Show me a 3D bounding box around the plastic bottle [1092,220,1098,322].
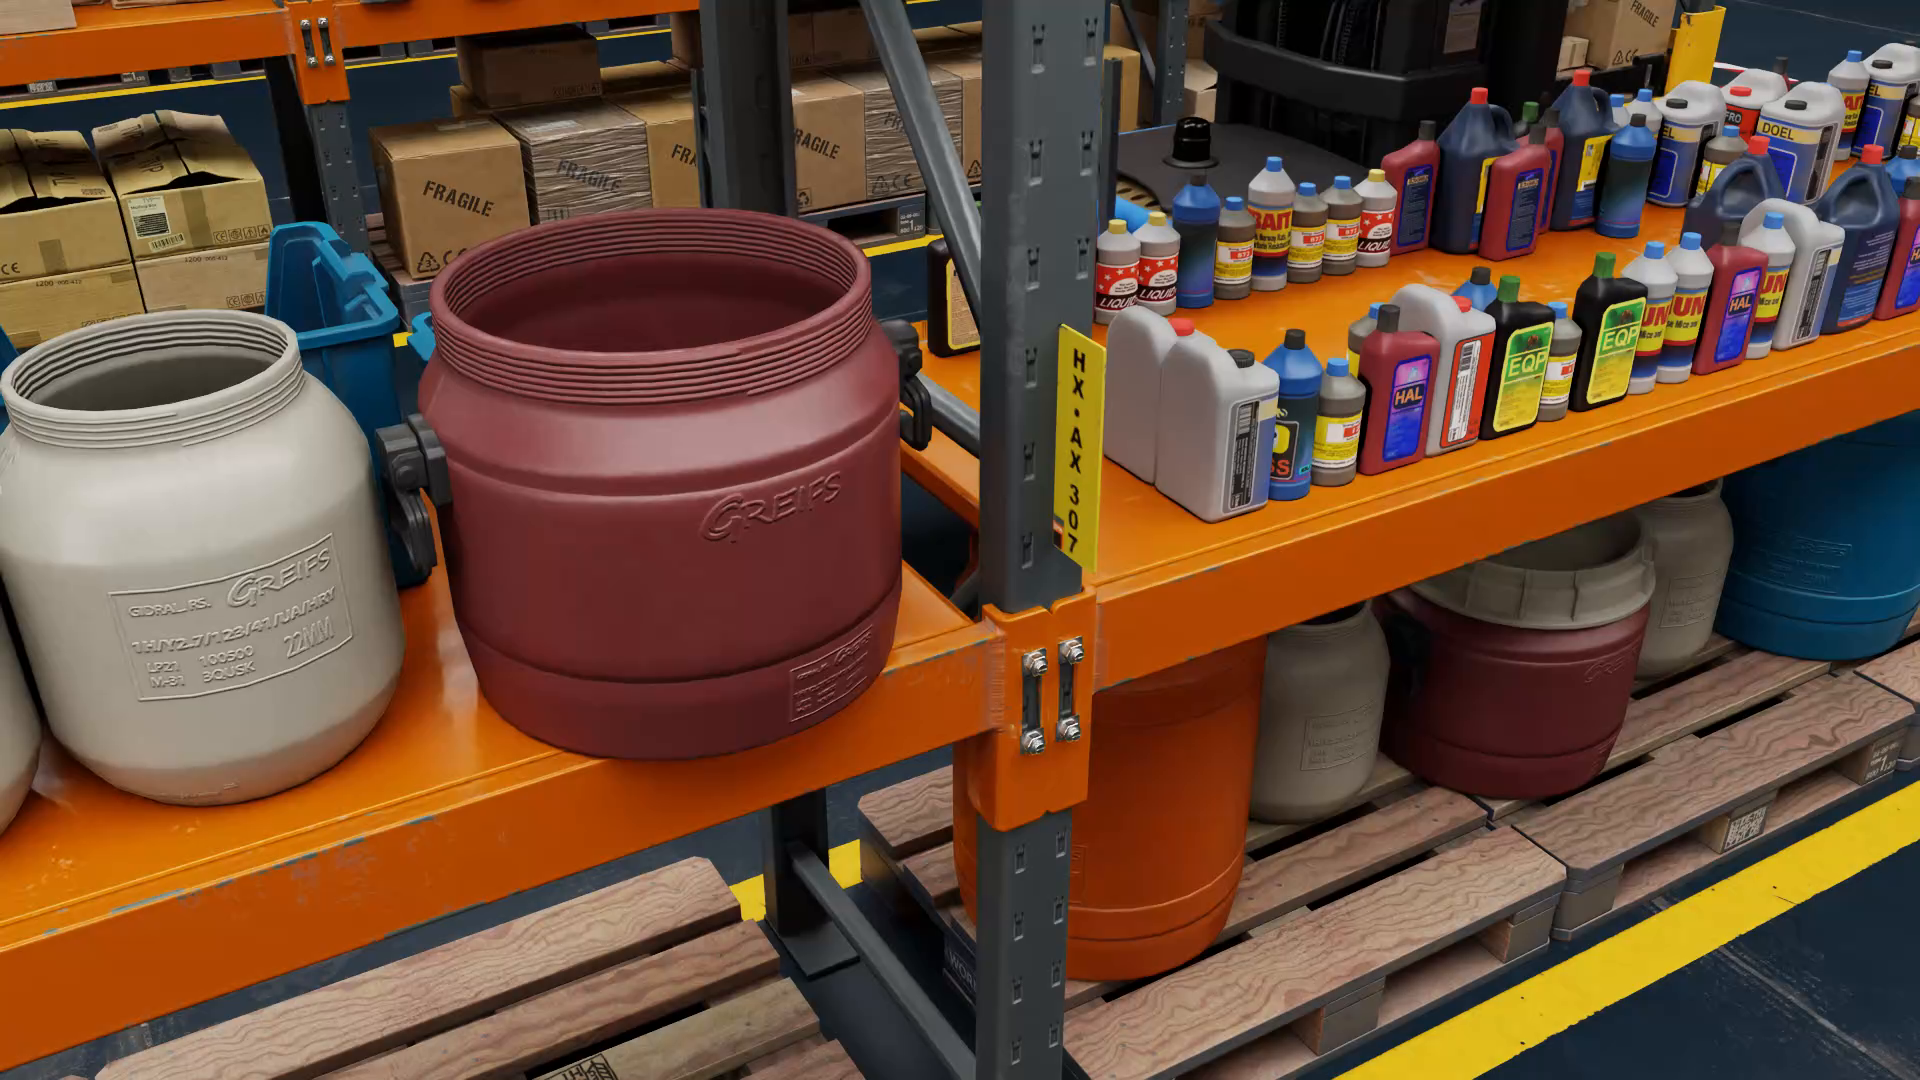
[{"bbox_3d":[0.202,-0.554,3.271,0.133,0.283,0.061,-16,33,-26],"label":"plastic bottle"}]

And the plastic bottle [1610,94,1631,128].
[{"bbox_3d":[1.531,-0.916,3.939,0.097,0.271,0.097,0,29,0],"label":"plastic bottle"}]

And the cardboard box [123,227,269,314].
[{"bbox_3d":[-2.965,-1.086,6.525,0.500,0.250,0.500,-15,32,-25],"label":"cardboard box"}]

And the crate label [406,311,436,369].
[{"bbox_3d":[-0.682,-0.252,2.775,0.416,0.233,0.303,-16,33,-26],"label":"crate label"}]

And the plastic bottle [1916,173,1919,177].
[{"bbox_3d":[2.078,-0.663,3.476,0.135,0.276,0.152,-16,33,-26],"label":"plastic bottle"}]

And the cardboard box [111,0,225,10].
[{"bbox_3d":[-2.971,-2.227,6.273,0.500,0.311,0.500,-14,32,-23],"label":"cardboard box"}]

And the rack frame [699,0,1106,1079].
[{"bbox_3d":[-0.129,-0.272,2.639,0.127,3.000,1.000,-16,33,-26],"label":"rack frame"}]

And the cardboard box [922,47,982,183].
[{"bbox_3d":[0.103,-2.056,8.003,0.500,0.500,0.500,-16,33,-26],"label":"cardboard box"}]

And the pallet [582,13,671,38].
[{"bbox_3d":[-2.327,-3.937,12.166,1.213,0.211,1.003,-16,33,-26],"label":"pallet"}]

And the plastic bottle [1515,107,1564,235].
[{"bbox_3d":[1.294,-0.830,3.771,0.133,0.283,0.061,-16,33,-26],"label":"plastic bottle"}]

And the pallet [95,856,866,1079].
[{"bbox_3d":[-0.817,1.122,2.998,1.213,0.211,1.003,-16,33,-26],"label":"pallet"}]

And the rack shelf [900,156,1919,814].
[{"bbox_3d":[1.595,-0.447,3.700,4.000,0.370,1.077,-16,33,-26],"label":"rack shelf"}]

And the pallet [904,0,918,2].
[{"bbox_3d":[-1.004,-4.311,12.843,1.213,0.211,1.003,-16,33,-26],"label":"pallet"}]

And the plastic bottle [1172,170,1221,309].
[{"bbox_3d":[0.479,-0.617,3.397,0.097,0.271,0.097,0,29,0],"label":"plastic bottle"}]

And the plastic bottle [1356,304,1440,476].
[{"bbox_3d":[0.714,-0.254,2.726,0.133,0.283,0.061,-16,33,-26],"label":"plastic bottle"}]

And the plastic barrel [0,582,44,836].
[{"bbox_3d":[-1.271,0.123,1.807,0.421,0.512,0.421,0,29,0],"label":"plastic barrel"}]

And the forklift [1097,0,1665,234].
[{"bbox_3d":[1.661,-1.735,5.360,3.031,2.935,1.130,-16,33,-26],"label":"forklift"}]

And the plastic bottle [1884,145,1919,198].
[{"bbox_3d":[1.998,-0.709,3.563,0.097,0.271,0.097,0,29,0],"label":"plastic bottle"}]

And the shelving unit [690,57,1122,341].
[{"bbox_3d":[-0.131,-0.619,4.820,1.083,1.500,0.587,-16,33,-26],"label":"shelving unit"}]

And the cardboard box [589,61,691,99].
[{"bbox_3d":[-1.502,-1.888,7.699,0.500,0.500,0.500,-17,33,-28],"label":"cardboard box"}]

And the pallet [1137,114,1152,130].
[{"bbox_3d":[1.406,-2.262,9.131,1.213,0.211,1.003,-16,33,-26],"label":"pallet"}]

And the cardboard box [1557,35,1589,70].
[{"bbox_3d":[3.523,-2.950,9.967,0.250,0.166,0.380,-16,33,-26],"label":"cardboard box"}]

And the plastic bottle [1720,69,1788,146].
[{"bbox_3d":[1.929,-1.016,4.115,0.135,0.276,0.152,-16,33,-26],"label":"plastic bottle"}]

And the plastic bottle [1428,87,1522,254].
[{"bbox_3d":[1.147,-0.829,3.698,0.185,0.351,0.144,-16,33,-26],"label":"plastic bottle"}]

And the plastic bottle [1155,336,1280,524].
[{"bbox_3d":[0.408,-0.189,2.617,0.135,0.276,0.152,-16,33,-26],"label":"plastic bottle"}]

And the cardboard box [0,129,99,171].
[{"bbox_3d":[-3.684,-1.424,6.557,0.500,0.311,0.500,-17,33,-28],"label":"cardboard box"}]

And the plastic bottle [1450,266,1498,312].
[{"bbox_3d":[0.890,-0.343,2.900,0.097,0.271,0.097,0,29,0],"label":"plastic bottle"}]

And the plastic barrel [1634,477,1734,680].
[{"bbox_3d":[1.699,0.054,4.187,0.421,0.512,0.421,0,29,0],"label":"plastic barrel"}]

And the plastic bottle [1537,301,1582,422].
[{"bbox_3d":[1.035,-0.319,2.930,0.097,0.201,0.097,0,29,0],"label":"plastic bottle"}]

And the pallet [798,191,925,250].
[{"bbox_3d":[-0.922,-1.579,7.894,1.213,0.211,1.003,-16,33,-26],"label":"pallet"}]

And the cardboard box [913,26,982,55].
[{"bbox_3d":[-0.182,-2.262,8.376,0.500,0.500,0.500,-15,32,-26],"label":"cardboard box"}]

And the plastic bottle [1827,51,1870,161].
[{"bbox_3d":[2.298,-1.134,4.333,0.097,0.271,0.097,0,29,0],"label":"plastic bottle"}]

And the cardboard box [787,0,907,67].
[{"bbox_3d":[-0.589,-2.481,7.996,0.500,0.250,0.500,-16,33,-26],"label":"cardboard box"}]

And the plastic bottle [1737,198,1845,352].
[{"bbox_3d":[1.603,-0.529,3.232,0.135,0.276,0.152,-16,33,-26],"label":"plastic bottle"}]

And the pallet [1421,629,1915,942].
[{"bbox_3d":[1.580,0.442,4.231,1.213,0.211,1.003,-16,33,-26],"label":"pallet"}]

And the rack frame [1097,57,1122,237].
[{"bbox_3d":[0.299,-0.742,5.042,0.032,1.500,0.500,-16,33,-26],"label":"rack frame"}]

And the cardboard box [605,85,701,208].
[{"bbox_3d":[-1.215,-1.678,7.319,0.500,0.500,0.500,-16,33,-27],"label":"cardboard box"}]

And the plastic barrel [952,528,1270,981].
[{"bbox_3d":[0.284,0.367,3.292,0.708,0.830,0.600,-16,33,-26],"label":"plastic barrel"}]

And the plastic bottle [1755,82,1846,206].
[{"bbox_3d":[2.006,-0.952,4.000,0.135,0.276,0.152,-16,33,-26],"label":"plastic bottle"}]

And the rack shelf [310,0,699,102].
[{"bbox_3d":[-0.911,-2.511,7.440,4.000,0.370,1.077,-16,33,-26],"label":"rack shelf"}]

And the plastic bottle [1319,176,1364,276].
[{"bbox_3d":[0.815,-0.682,3.587,0.097,0.201,0.097,0,29,0],"label":"plastic bottle"}]

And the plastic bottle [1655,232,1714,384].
[{"bbox_3d":[1.318,-0.430,3.059,0.097,0.271,0.097,0,29,0],"label":"plastic bottle"}]
